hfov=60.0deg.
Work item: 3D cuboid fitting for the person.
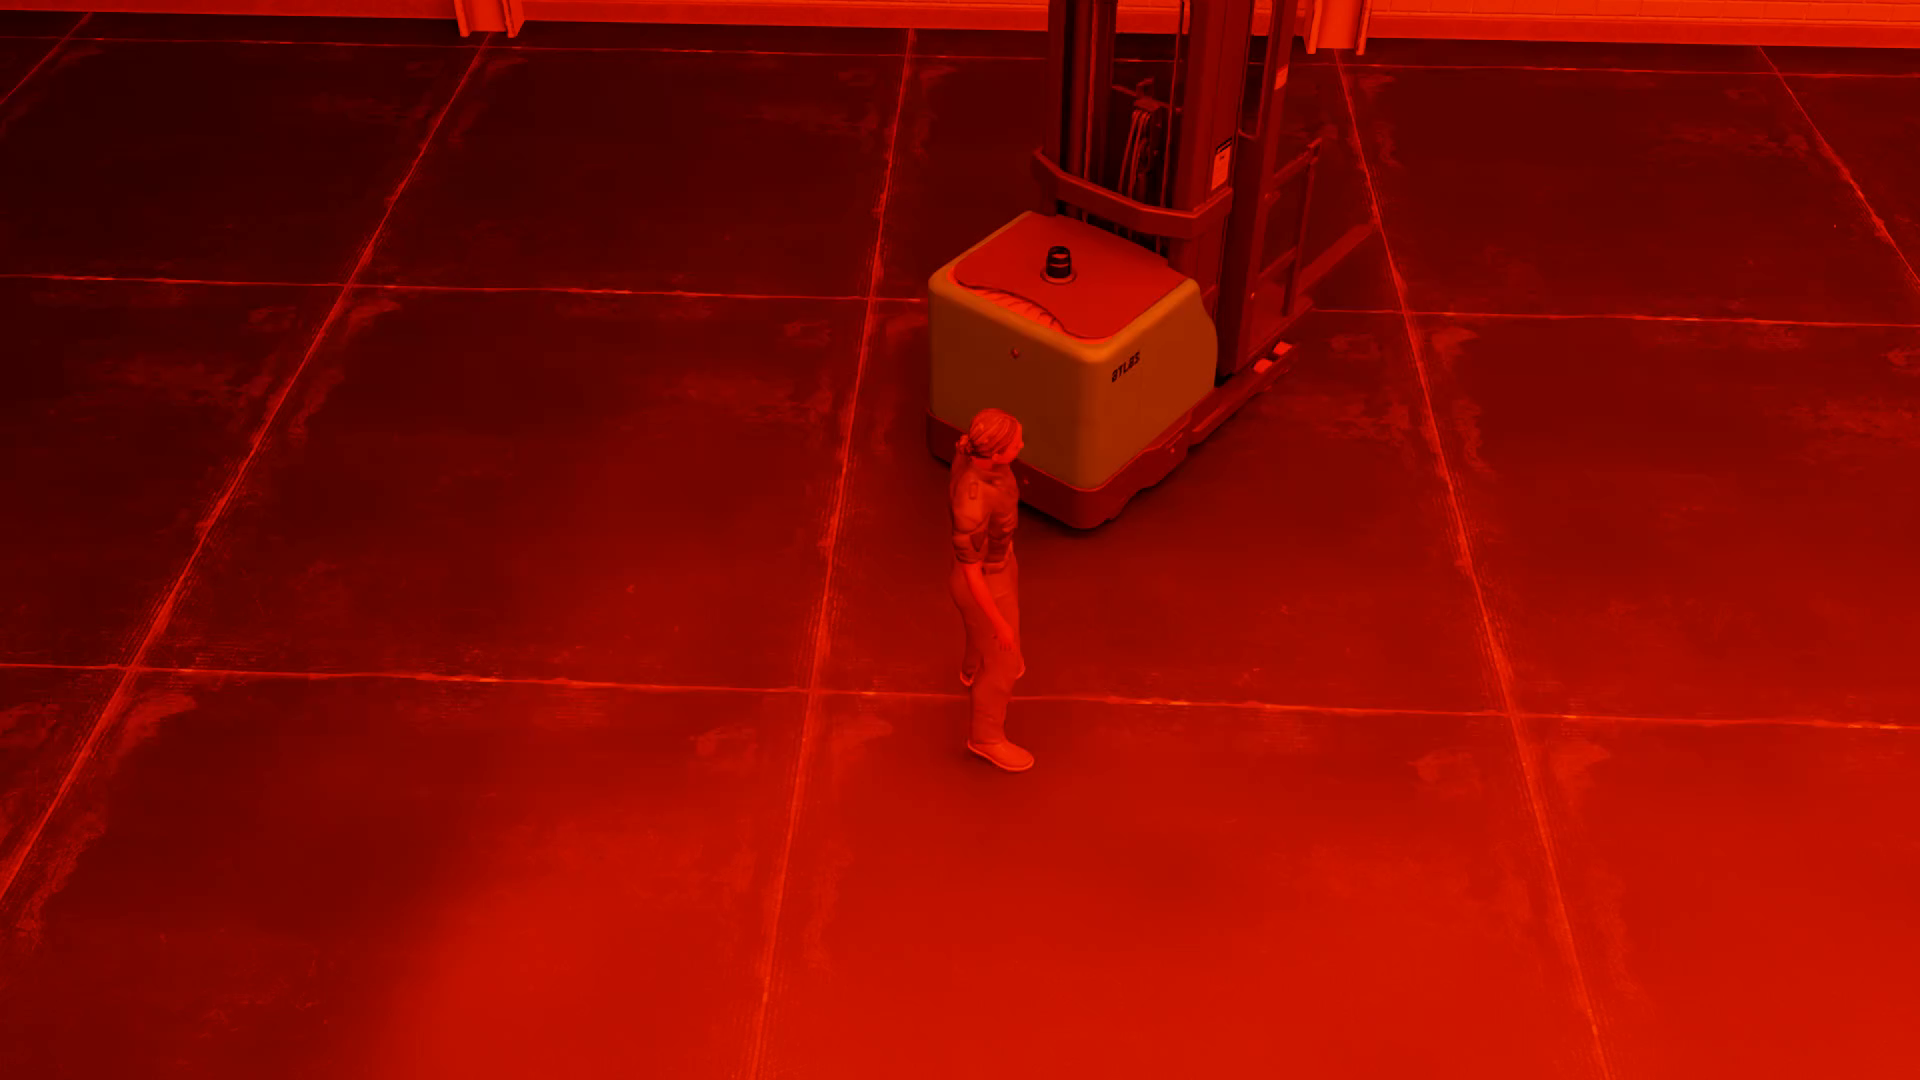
[{"bbox_3d":[0.136,0.153,6.543,0.362,1.647,0.650,2,42,2],"label":"person"}]

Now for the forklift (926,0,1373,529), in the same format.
[{"bbox_3d":[1.155,-2.064,8.004,1.130,2.935,3.031,29,50,28],"label":"forklift"}]
